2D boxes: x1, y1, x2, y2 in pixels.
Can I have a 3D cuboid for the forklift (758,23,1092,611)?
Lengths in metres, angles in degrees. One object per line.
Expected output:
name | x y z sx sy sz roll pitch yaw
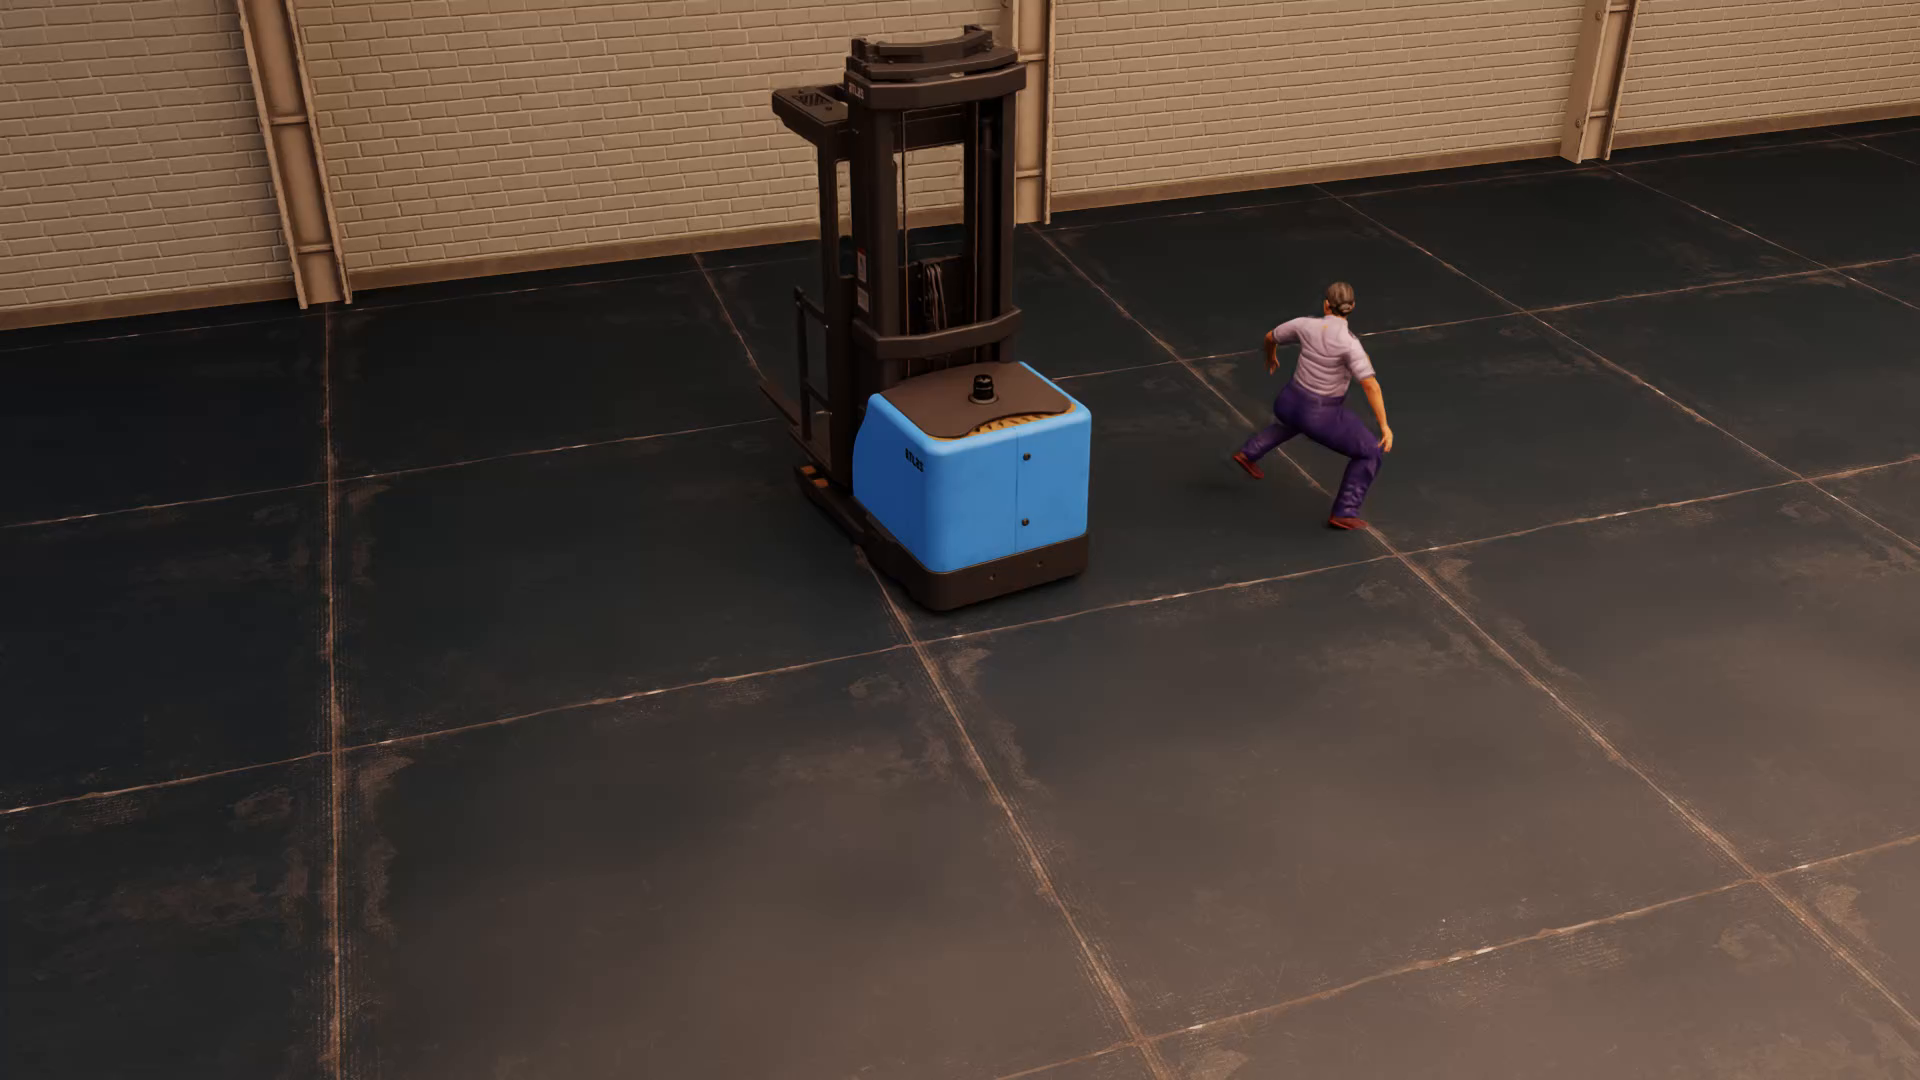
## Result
forklift | -0.395 -1.587 9.845 1.130 2.935 3.031 -15 33 -24

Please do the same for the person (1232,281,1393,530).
person | 2.191 -0.799 9.970 0.485 1.543 1.049 -20 36 -31
